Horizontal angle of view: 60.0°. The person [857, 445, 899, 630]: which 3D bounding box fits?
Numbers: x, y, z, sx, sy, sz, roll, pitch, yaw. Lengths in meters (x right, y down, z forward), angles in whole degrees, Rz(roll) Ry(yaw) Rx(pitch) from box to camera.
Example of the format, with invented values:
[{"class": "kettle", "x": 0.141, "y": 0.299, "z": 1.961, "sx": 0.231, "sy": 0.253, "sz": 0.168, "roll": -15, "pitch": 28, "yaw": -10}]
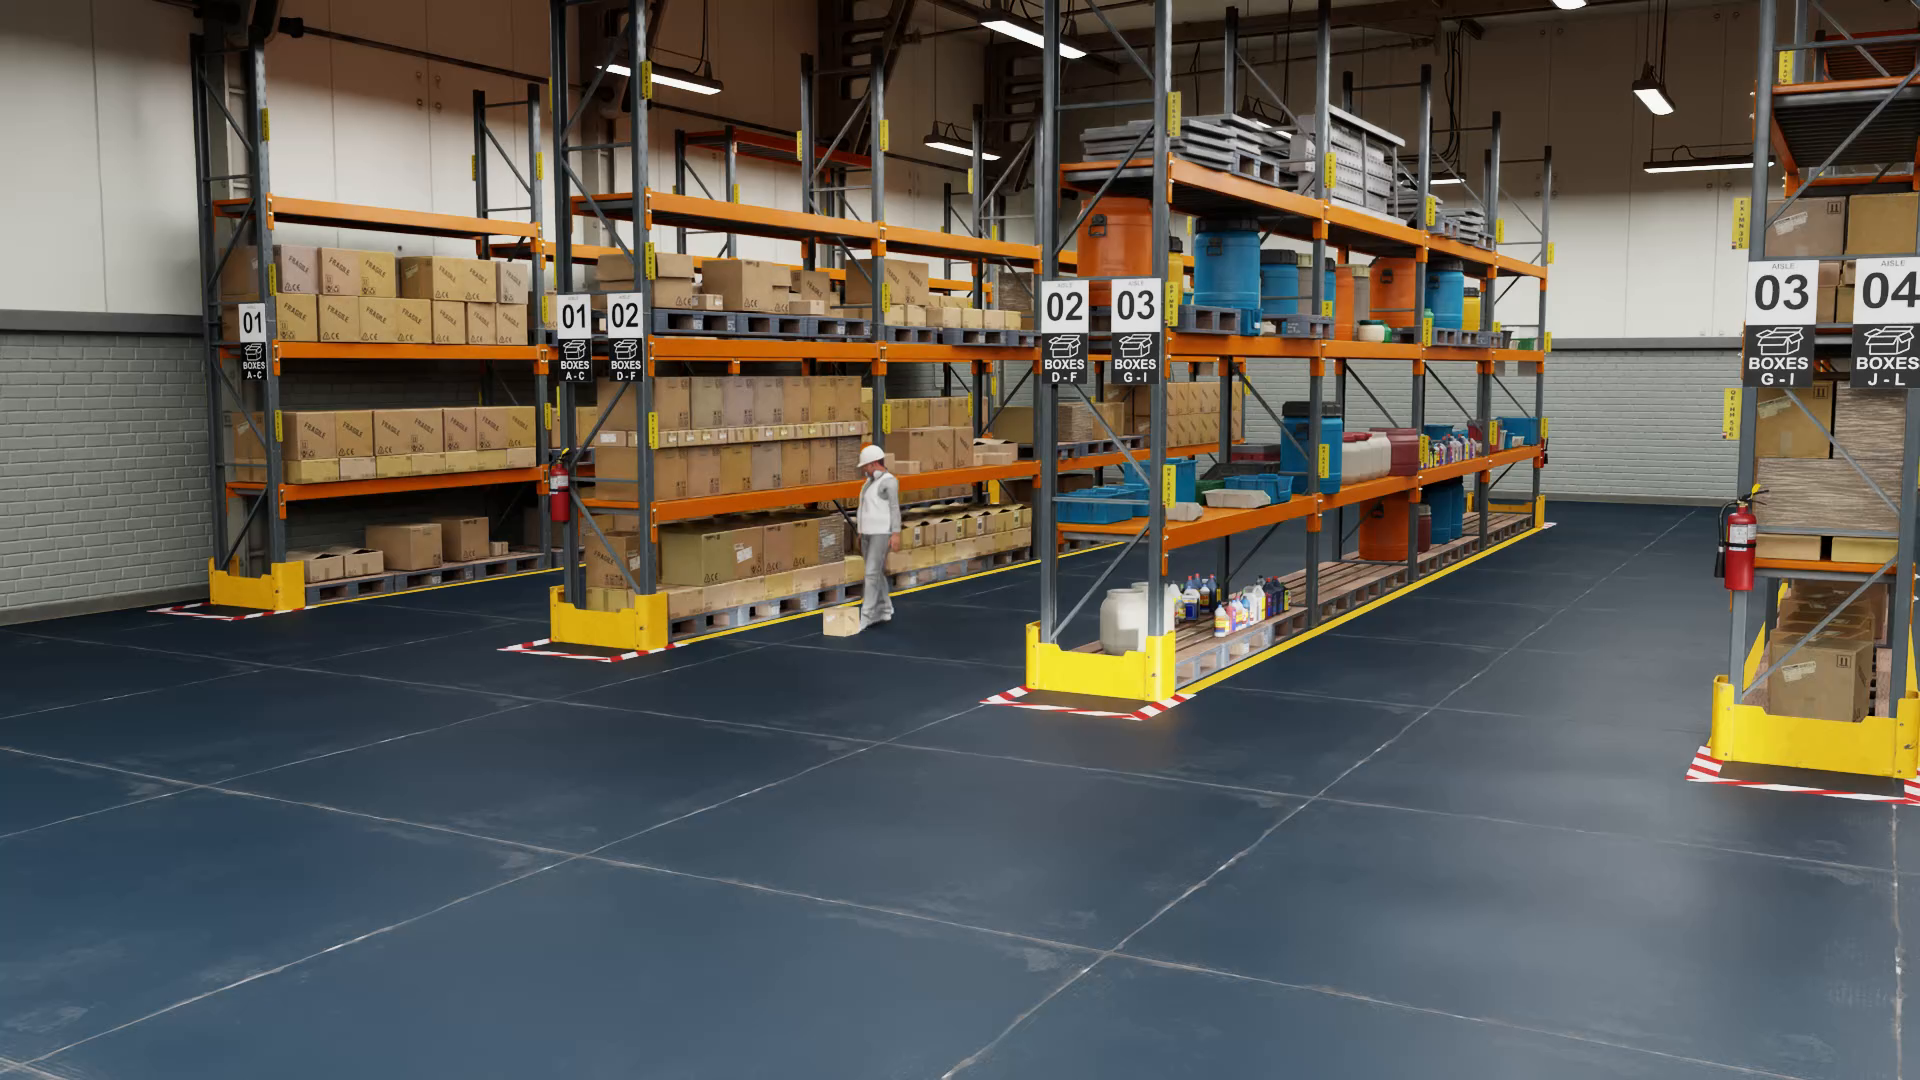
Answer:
[{"class": "person", "x": -0.901, "y": -0.042, "z": 16.283, "sx": 0.621, "sy": 1.765, "sz": 0.490, "roll": -4, "pitch": 7, "yaw": -32}]
